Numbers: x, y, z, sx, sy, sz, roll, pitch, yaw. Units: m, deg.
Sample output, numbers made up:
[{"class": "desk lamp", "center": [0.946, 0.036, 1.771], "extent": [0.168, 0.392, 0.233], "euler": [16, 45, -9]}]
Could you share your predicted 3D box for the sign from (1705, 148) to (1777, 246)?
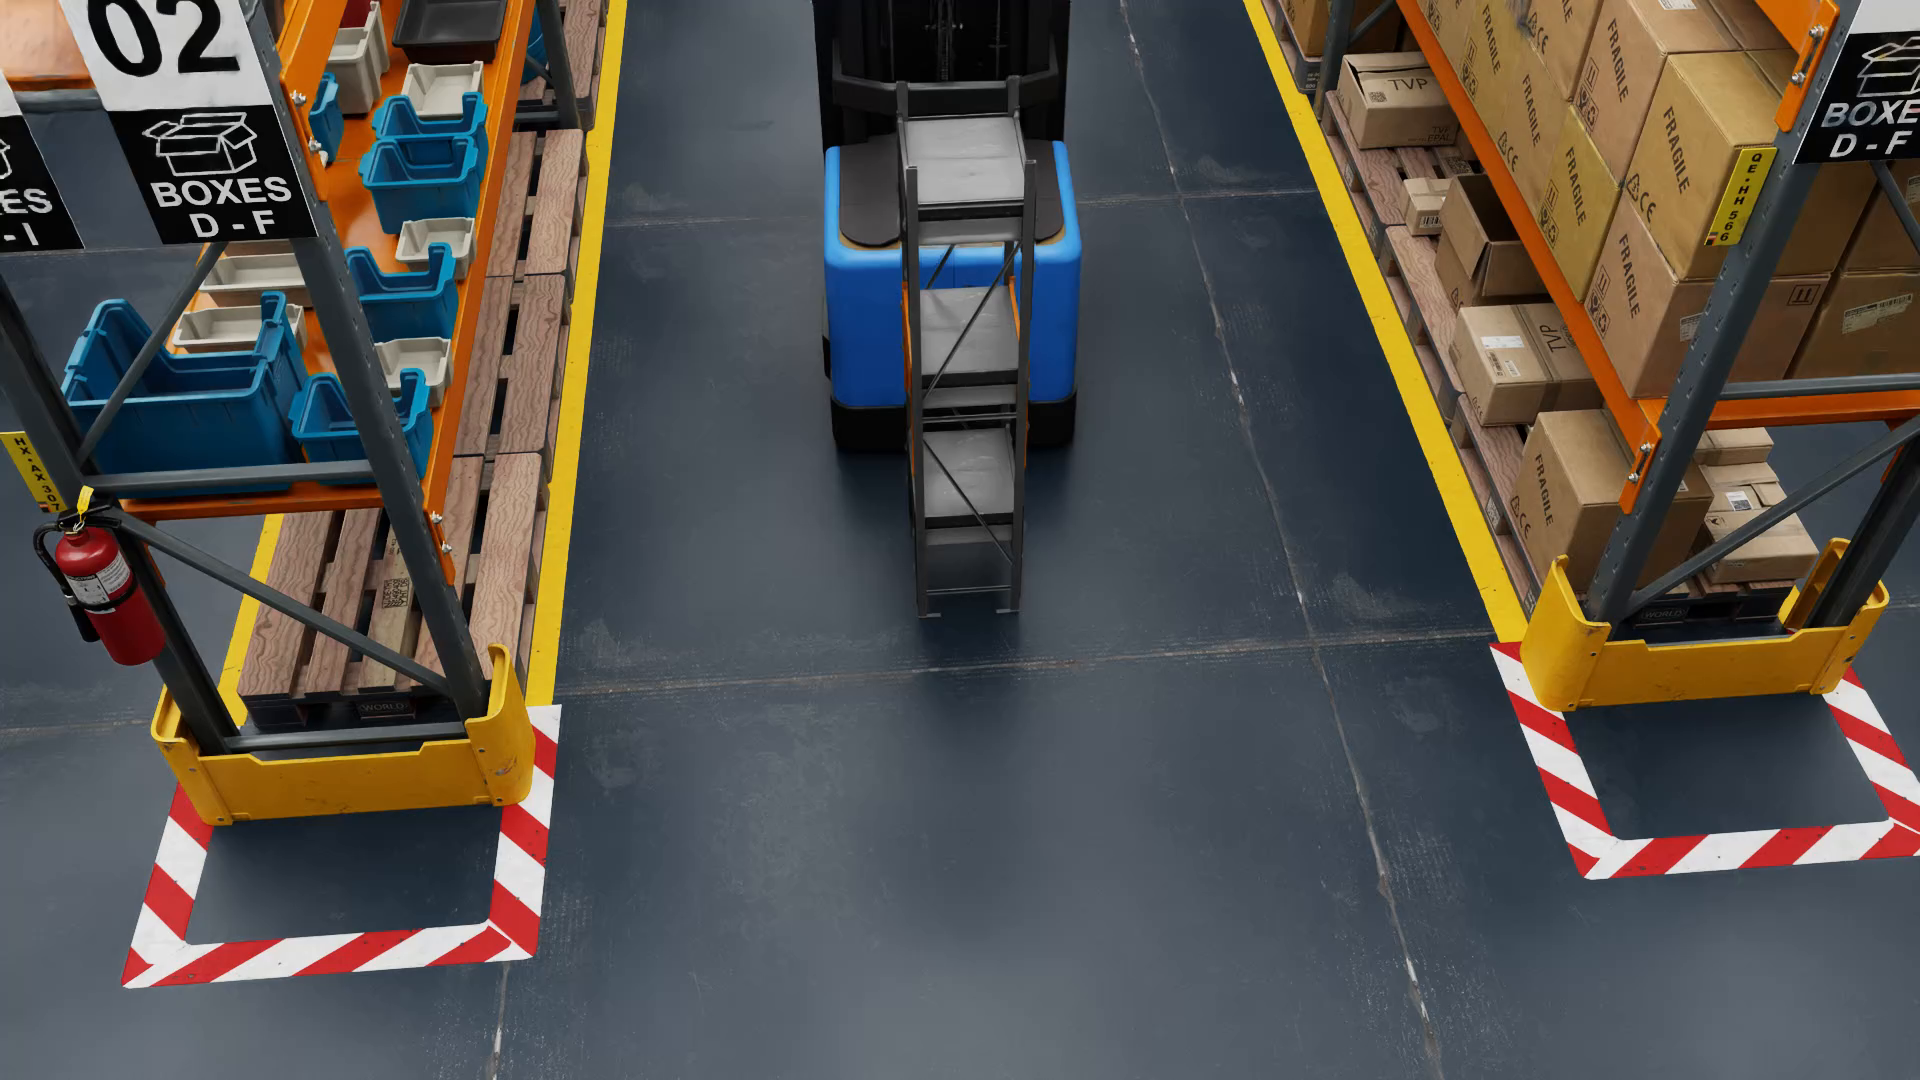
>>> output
[{"class": "sign", "center": [2.217, -0.972, 4.726], "extent": [0.100, 0.325, 0.005], "euler": [-3, 47, -3]}]

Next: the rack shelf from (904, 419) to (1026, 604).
[{"class": "rack shelf", "center": [0.014, -0.112, 6.529], "extent": [0.431, 0.518, 0.480], "euler": [-3, 47, -3]}]

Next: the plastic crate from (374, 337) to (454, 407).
[{"class": "plastic crate", "center": [-1.801, -0.552, 5.483], "extent": [0.250, 0.136, 0.298], "euler": [-3, 47, -3]}]

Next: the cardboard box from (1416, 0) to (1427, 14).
[{"class": "cardboard box", "center": [2.254, -2.657, 7.268], "extent": [0.500, 0.500, 0.500], "euler": [-3, 47, -3]}]

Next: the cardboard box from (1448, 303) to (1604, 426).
[{"class": "cardboard box", "center": [2.431, -0.758, 7.129], "extent": [0.500, 0.250, 0.500], "euler": [-3, 47, -3]}]

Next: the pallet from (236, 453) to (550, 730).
[{"class": "pallet", "center": [-2.195, 0.174, 6.577], "extent": [1.003, 0.211, 1.213], "euler": [-3, 47, -3]}]

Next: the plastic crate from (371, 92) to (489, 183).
[{"class": "plastic crate", "center": [-1.992, -1.518, 6.332], "extent": [0.416, 0.233, 0.300], "euler": [-3, 47, -3]}]

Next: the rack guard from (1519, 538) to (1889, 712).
[{"class": "rack guard", "center": [2.766, 0.320, 6.239], "extent": [1.175, 0.500, 0.348], "euler": [-3, 47, -3]}]

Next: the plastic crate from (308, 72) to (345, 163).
[{"class": "plastic crate", "center": [-2.592, -1.619, 6.428], "extent": [0.416, 0.233, 0.300], "euler": [-3, 47, -3]}]

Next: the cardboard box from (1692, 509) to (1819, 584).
[{"class": "cardboard box", "center": [3.079, 0.021, 6.461], "extent": [0.380, 0.149, 0.250], "euler": [-3, 47, -3]}]

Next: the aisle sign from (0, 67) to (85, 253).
[{"class": "aisle sign", "center": [-2.450, -1.010, 3.987], "extent": [0.394, 0.787, 0.004], "euler": [-3, 47, -3]}]

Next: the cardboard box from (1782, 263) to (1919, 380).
[{"class": "cardboard box", "center": [2.997, -0.856, 5.562], "extent": [0.500, 0.500, 0.500], "euler": [-3, 47, -2]}]

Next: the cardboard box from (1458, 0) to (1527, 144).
[{"class": "cardboard box", "center": [2.338, -1.927, 6.577], "extent": [0.500, 0.500, 0.500], "euler": [-4, 47, -4]}]

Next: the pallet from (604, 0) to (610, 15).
[{"class": "pallet", "center": [-2.628, -3.567, 10.119], "extent": [1.003, 0.211, 1.213], "euler": [-3, 47, -3]}]

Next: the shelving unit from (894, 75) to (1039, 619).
[{"class": "shelving unit", "center": [0.014, -0.602, 6.011], "extent": [0.431, 2.100, 0.503], "euler": [-3, 47, -3]}]

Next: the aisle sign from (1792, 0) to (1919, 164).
[{"class": "aisle sign", "center": [2.472, -1.310, 4.271], "extent": [0.394, 0.787, 0.004], "euler": [-3, 47, -3]}]

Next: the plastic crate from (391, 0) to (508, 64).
[{"class": "plastic crate", "center": [-2.138, -2.213, 7.064], "extent": [0.437, 0.125, 0.590], "euler": [-3, 47, -3]}]

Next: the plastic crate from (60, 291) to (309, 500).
[{"class": "plastic crate", "center": [-2.379, -0.450, 5.181], "extent": [0.616, 0.435, 0.499], "euler": [-3, 47, -3]}]

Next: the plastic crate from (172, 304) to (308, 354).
[{"class": "plastic crate", "center": [-2.413, -0.695, 5.619], "extent": [0.396, 0.136, 0.243], "euler": [-3, 47, -3]}]

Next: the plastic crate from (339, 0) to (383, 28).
[{"class": "plastic crate", "center": [-2.674, -2.462, 7.066], "extent": [0.402, 0.464, 0.583], "euler": [-3, 47, -3]}]

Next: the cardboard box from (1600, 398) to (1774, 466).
[{"class": "cardboard box", "center": [2.967, -0.463, 6.849], "extent": [0.500, 0.250, 0.500], "euler": [-3, 47, -3]}]

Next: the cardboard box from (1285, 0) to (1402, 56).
[{"class": "cardboard box", "center": [2.110, -3.010, 9.090], "extent": [0.500, 0.500, 0.500], "euler": [-4, 47, -4]}]

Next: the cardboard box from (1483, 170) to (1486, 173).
[{"class": "cardboard box", "center": [2.830, -1.668, 7.949], "extent": [0.500, 0.311, 0.500], "euler": [-3, 47, -3]}]

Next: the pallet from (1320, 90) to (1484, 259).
[{"class": "pallet", "center": [2.494, -1.923, 8.562], "extent": [1.003, 0.211, 1.213], "euler": [-3, 47, -3]}]

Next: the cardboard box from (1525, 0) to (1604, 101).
[{"class": "cardboard box", "center": [2.369, -1.908, 5.870], "extent": [0.500, 0.500, 0.500], "euler": [-2, 47, -2]}]

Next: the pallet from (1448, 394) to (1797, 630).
[{"class": "pallet", "center": [2.698, -0.157, 6.890], "extent": [1.003, 0.211, 1.213], "euler": [-3, 47, -3]}]

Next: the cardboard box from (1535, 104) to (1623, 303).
[{"class": "cardboard box", "center": [2.416, -1.201, 5.890], "extent": [0.500, 0.500, 0.500], "euler": [-3, 47, -3]}]

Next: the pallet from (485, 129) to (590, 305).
[{"class": "pallet", "center": [-2.399, -1.592, 8.249], "extent": [1.003, 0.211, 1.213], "euler": [-3, 47, -3]}]

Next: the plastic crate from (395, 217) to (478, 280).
[{"class": "plastic crate", "center": [-1.858, -1.043, 5.948], "extent": [0.250, 0.136, 0.298], "euler": [-3, 47, -3]}]

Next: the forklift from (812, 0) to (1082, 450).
[{"class": "forklift", "center": [-0.089, -2.457, 7.194], "extent": [1.130, 2.935, 3.031], "euler": [-2, 47, -2]}]

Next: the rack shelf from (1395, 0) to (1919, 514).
[{"class": "rack shelf", "center": [2.604, -1.684, 6.911], "extent": [1.077, 0.370, 4.000], "euler": [-3, 47, -3]}]

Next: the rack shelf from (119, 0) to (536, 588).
[{"class": "rack shelf", "center": [-2.332, -1.386, 6.628], "extent": [1.077, 0.370, 4.000], "euler": [-3, 47, -3]}]

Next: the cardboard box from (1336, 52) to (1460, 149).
[{"class": "cardboard box", "center": [2.257, -2.288, 8.537], "extent": [0.500, 0.311, 0.500], "euler": [-3, 47, -3]}]

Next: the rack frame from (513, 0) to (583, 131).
[{"class": "rack frame", "center": [-2.499, -3.080, 7.738], "extent": [1.000, 3.000, 0.127], "euler": [-3, 47, -3]}]

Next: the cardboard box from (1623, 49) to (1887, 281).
[{"class": "cardboard box", "center": [2.461, -1.168, 5.169], "extent": [0.500, 0.500, 0.500], "euler": [-4, 47, -4]}]

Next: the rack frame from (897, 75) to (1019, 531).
[{"class": "rack frame", "center": [-0.007, -0.779, 6.178], "extent": [0.400, 2.100, 0.015], "euler": [-3, 47, -3]}]

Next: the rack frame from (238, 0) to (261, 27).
[{"class": "rack frame", "center": [-2.164, -2.249, 2.819], "extent": [1.000, 3.000, 0.127], "euler": [-3, 47, -3]}]

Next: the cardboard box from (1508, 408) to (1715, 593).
[{"class": "cardboard box", "center": [2.481, -0.155, 6.386], "extent": [0.500, 0.500, 0.500], "euler": [-3, 47, -3]}]

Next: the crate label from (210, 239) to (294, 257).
[{"class": "crate label", "center": [-2.471, -1.106, 6.008], "extent": [0.396, 0.136, 0.243], "euler": [-3, 47, -3]}]
